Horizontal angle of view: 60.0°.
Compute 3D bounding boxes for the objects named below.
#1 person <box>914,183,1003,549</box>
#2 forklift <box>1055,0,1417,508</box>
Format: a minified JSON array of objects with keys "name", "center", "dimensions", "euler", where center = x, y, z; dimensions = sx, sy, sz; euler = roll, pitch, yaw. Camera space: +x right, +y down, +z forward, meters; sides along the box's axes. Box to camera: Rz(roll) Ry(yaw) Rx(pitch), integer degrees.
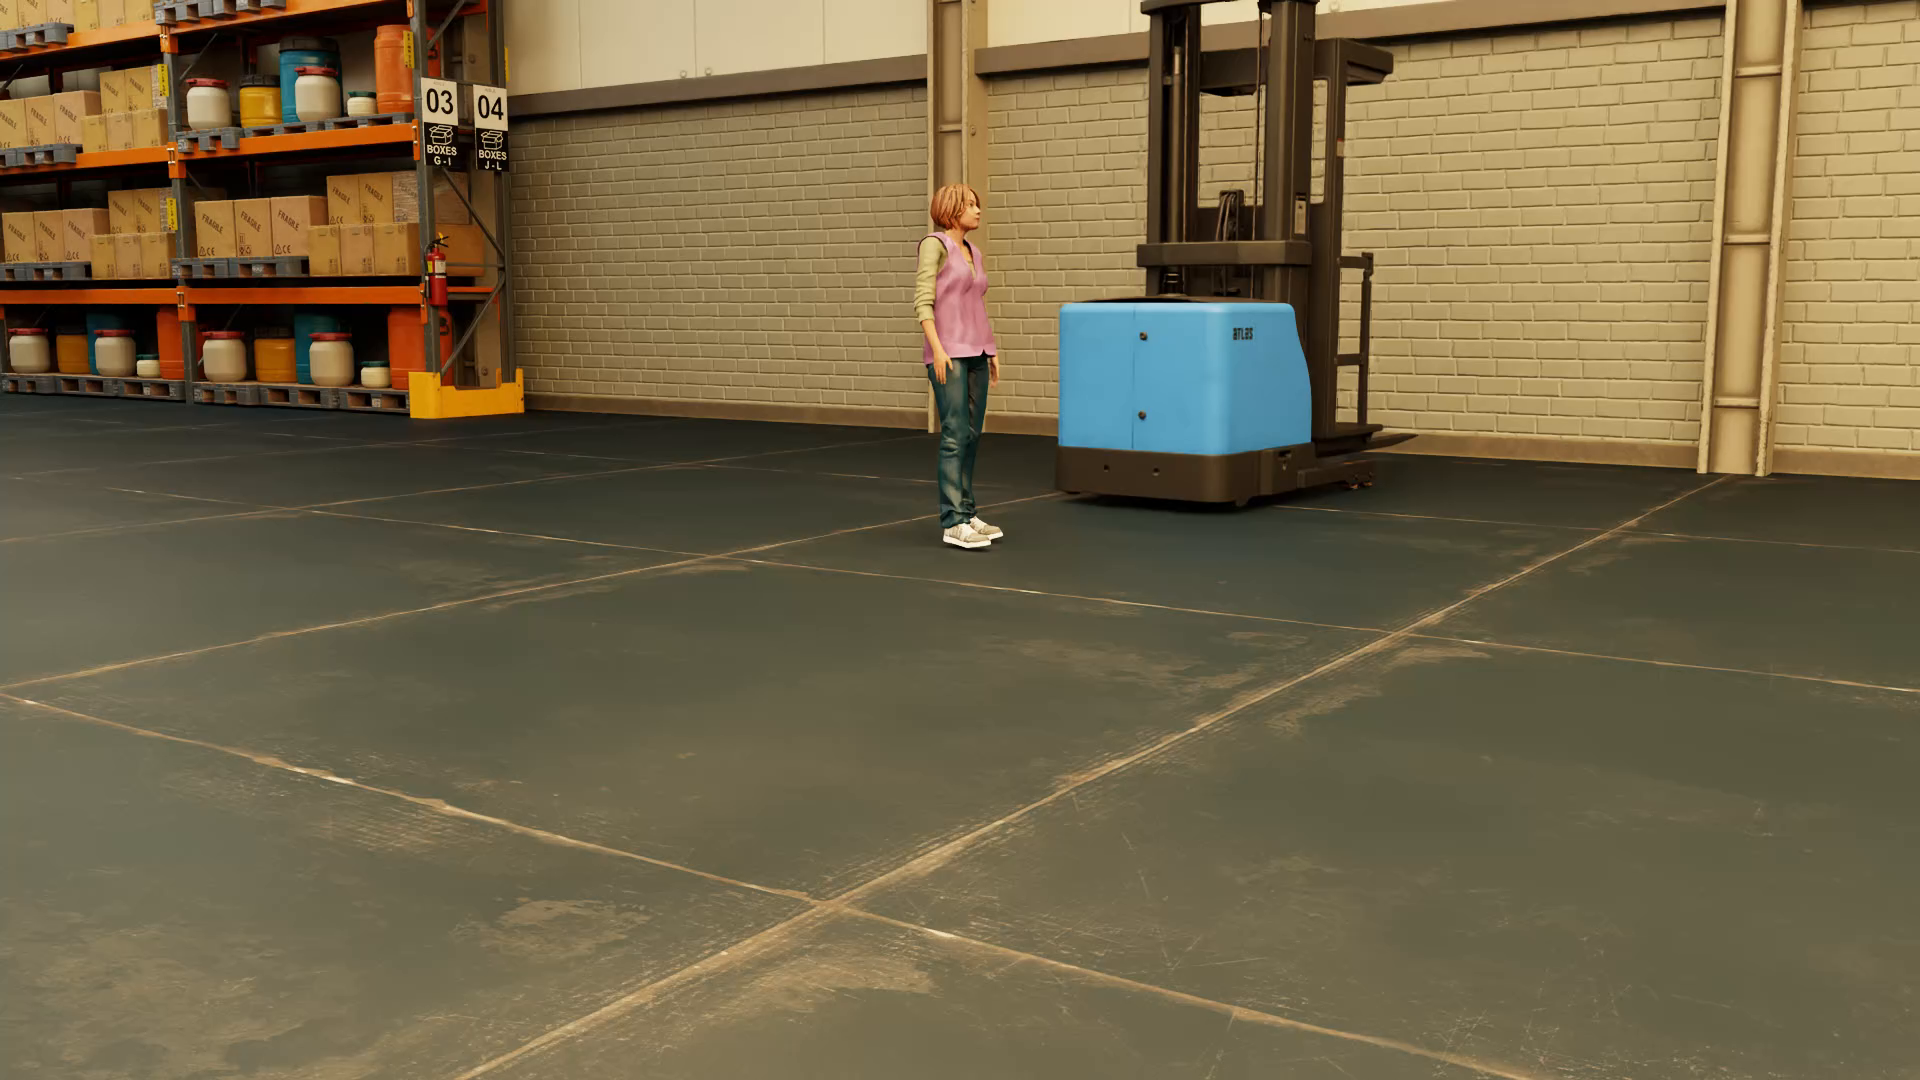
[{"name":"person","center":[0.053,-0.790,7.438],"dimensions":[0.476,1.596,0.520],"euler":[5,10,34]},{"name":"forklift","center":[1.806,-1.777,9.691],"dimensions":[1.130,2.935,3.031],"euler":[6,10,37]}]
